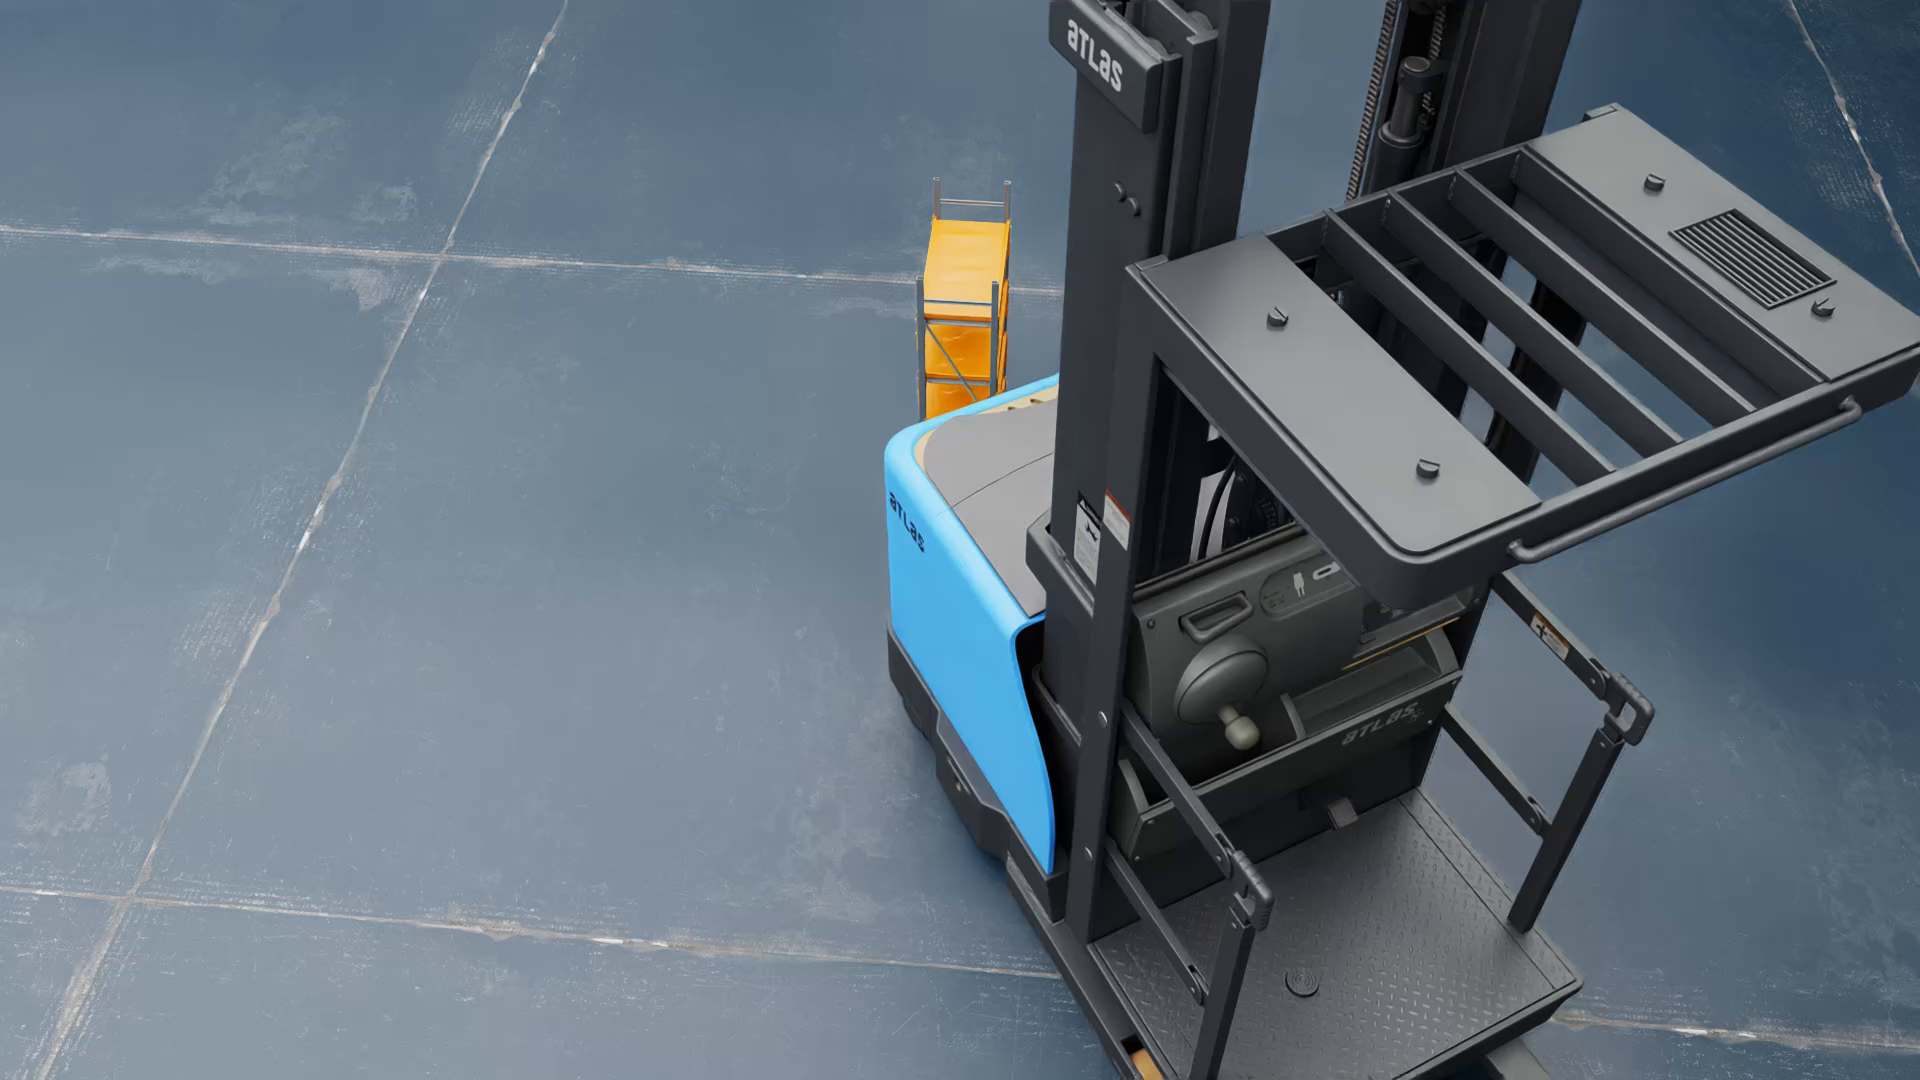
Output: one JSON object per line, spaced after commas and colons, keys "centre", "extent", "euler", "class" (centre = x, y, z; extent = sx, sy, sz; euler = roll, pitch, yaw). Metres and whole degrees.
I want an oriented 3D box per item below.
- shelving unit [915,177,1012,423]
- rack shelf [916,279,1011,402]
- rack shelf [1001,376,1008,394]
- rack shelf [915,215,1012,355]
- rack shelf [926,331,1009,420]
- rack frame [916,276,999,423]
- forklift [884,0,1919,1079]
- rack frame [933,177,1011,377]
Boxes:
{"centre": [0.015, -0.527, 5.419], "extent": [0.258, 1.200, 0.503], "euler": [4, 48, 4], "class": "shelving unit"}
{"centre": [0.015, -0.632, 5.303], "extent": [0.258, 0.148, 0.480], "euler": [4, 48, 4], "class": "rack shelf"}
{"centre": [0.015, -0.347, 5.615], "extent": [0.258, 0.148, 0.480], "euler": [4, 48, 4], "class": "rack shelf"}
{"centre": [0.015, -0.792, 5.129], "extent": [0.258, 0.148, 0.480], "euler": [4, 48, 4], "class": "rack shelf"}
{"centre": [0.015, -0.481, 5.468], "extent": [0.258, 0.148, 0.480], "euler": [4, 48, 4], "class": "rack shelf"}
{"centre": [-0.007, -0.347, 5.255], "extent": [0.240, 1.200, 0.015], "euler": [4, 48, 4], "class": "rack frame"}
{"centre": [0.899, 0.251, 3.534], "extent": [1.130, 2.935, 3.031], "euler": [-21, 51, -18], "class": "forklift"}
{"centre": [0.037, -0.706, 5.583], "extent": [0.240, 1.200, 0.015], "euler": [4, 48, 4], "class": "rack frame"}
